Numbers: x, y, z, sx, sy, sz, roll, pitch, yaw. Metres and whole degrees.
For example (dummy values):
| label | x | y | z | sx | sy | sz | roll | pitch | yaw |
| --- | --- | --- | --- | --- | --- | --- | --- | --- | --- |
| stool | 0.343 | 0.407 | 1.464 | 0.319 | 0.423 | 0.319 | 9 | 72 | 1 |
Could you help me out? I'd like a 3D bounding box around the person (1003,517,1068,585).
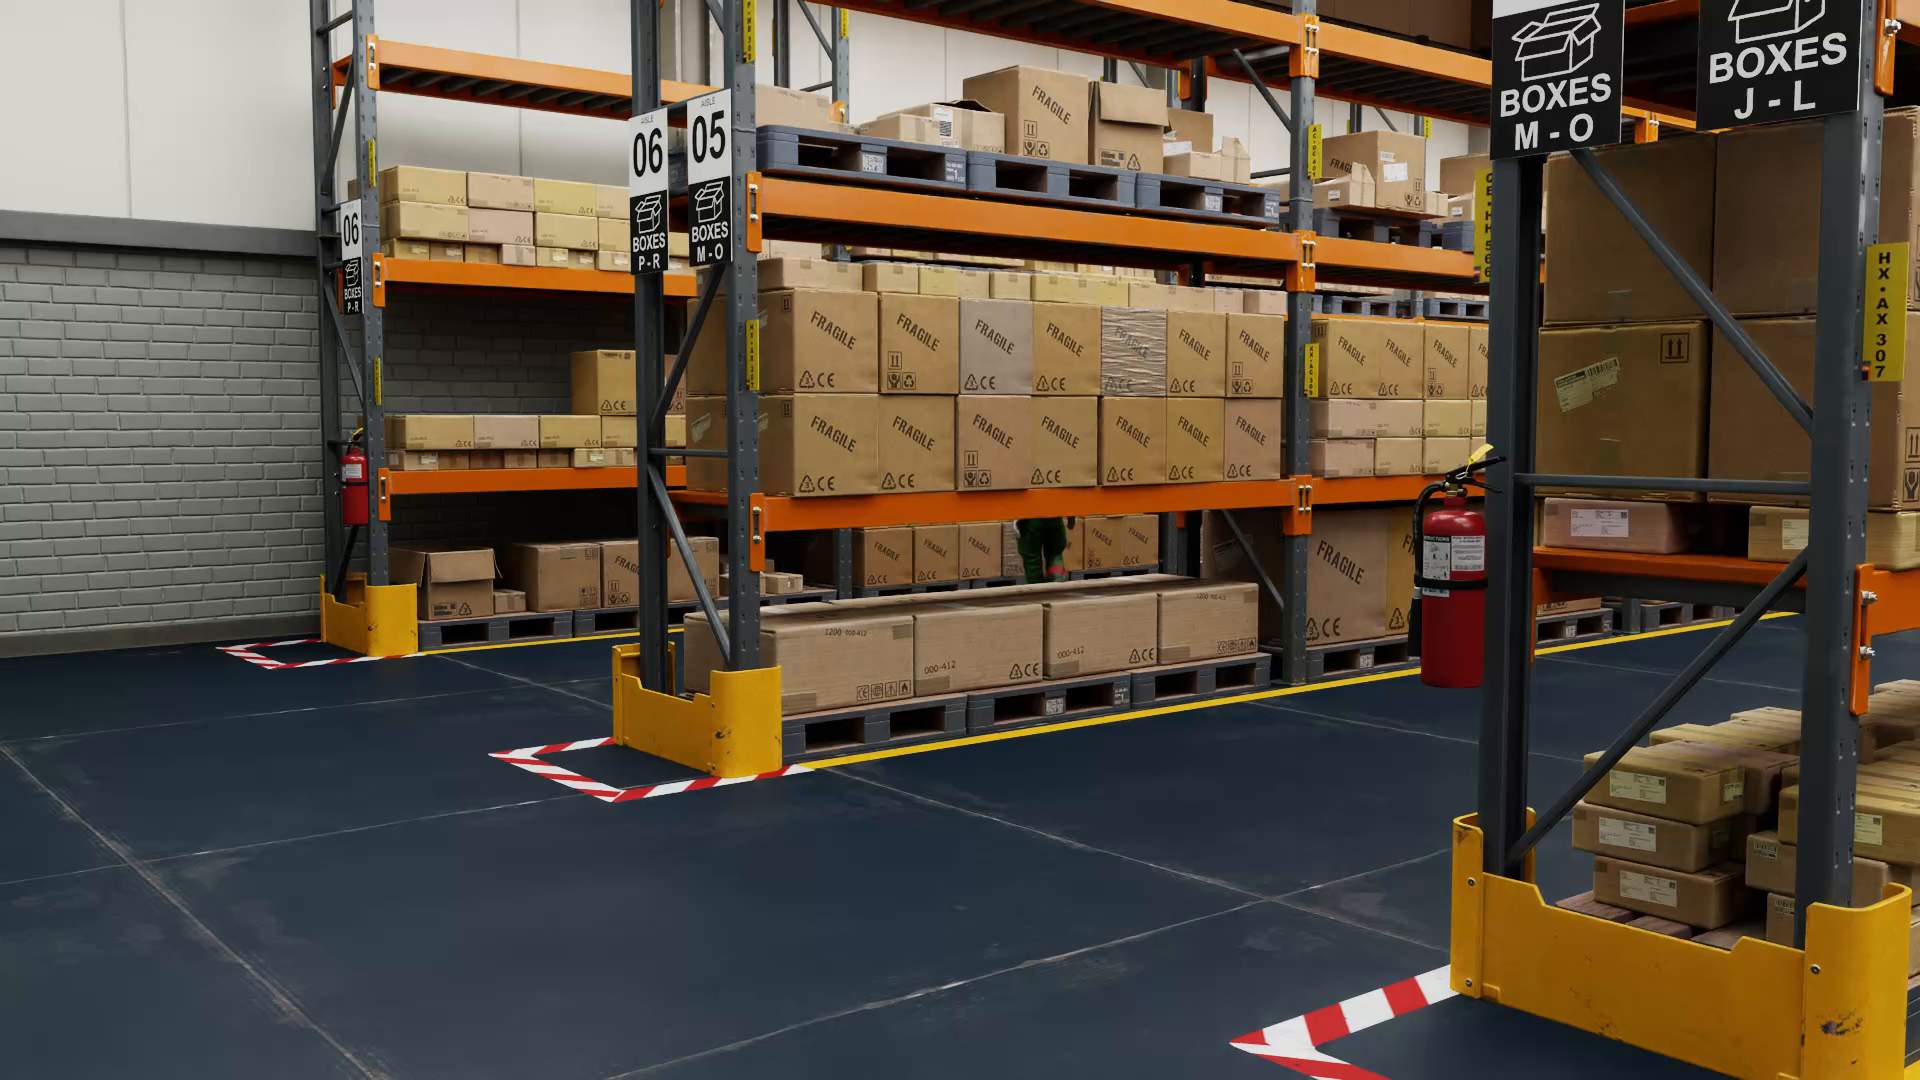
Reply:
| label | x | y | z | sx | sy | sz | roll | pitch | yaw |
| --- | --- | --- | --- | --- | --- | --- | --- | --- | --- |
| person | 0.619 | -0.163 | 13.231 | 0.538 | 1.751 | 0.427 | -3 | 5 | -37 |
